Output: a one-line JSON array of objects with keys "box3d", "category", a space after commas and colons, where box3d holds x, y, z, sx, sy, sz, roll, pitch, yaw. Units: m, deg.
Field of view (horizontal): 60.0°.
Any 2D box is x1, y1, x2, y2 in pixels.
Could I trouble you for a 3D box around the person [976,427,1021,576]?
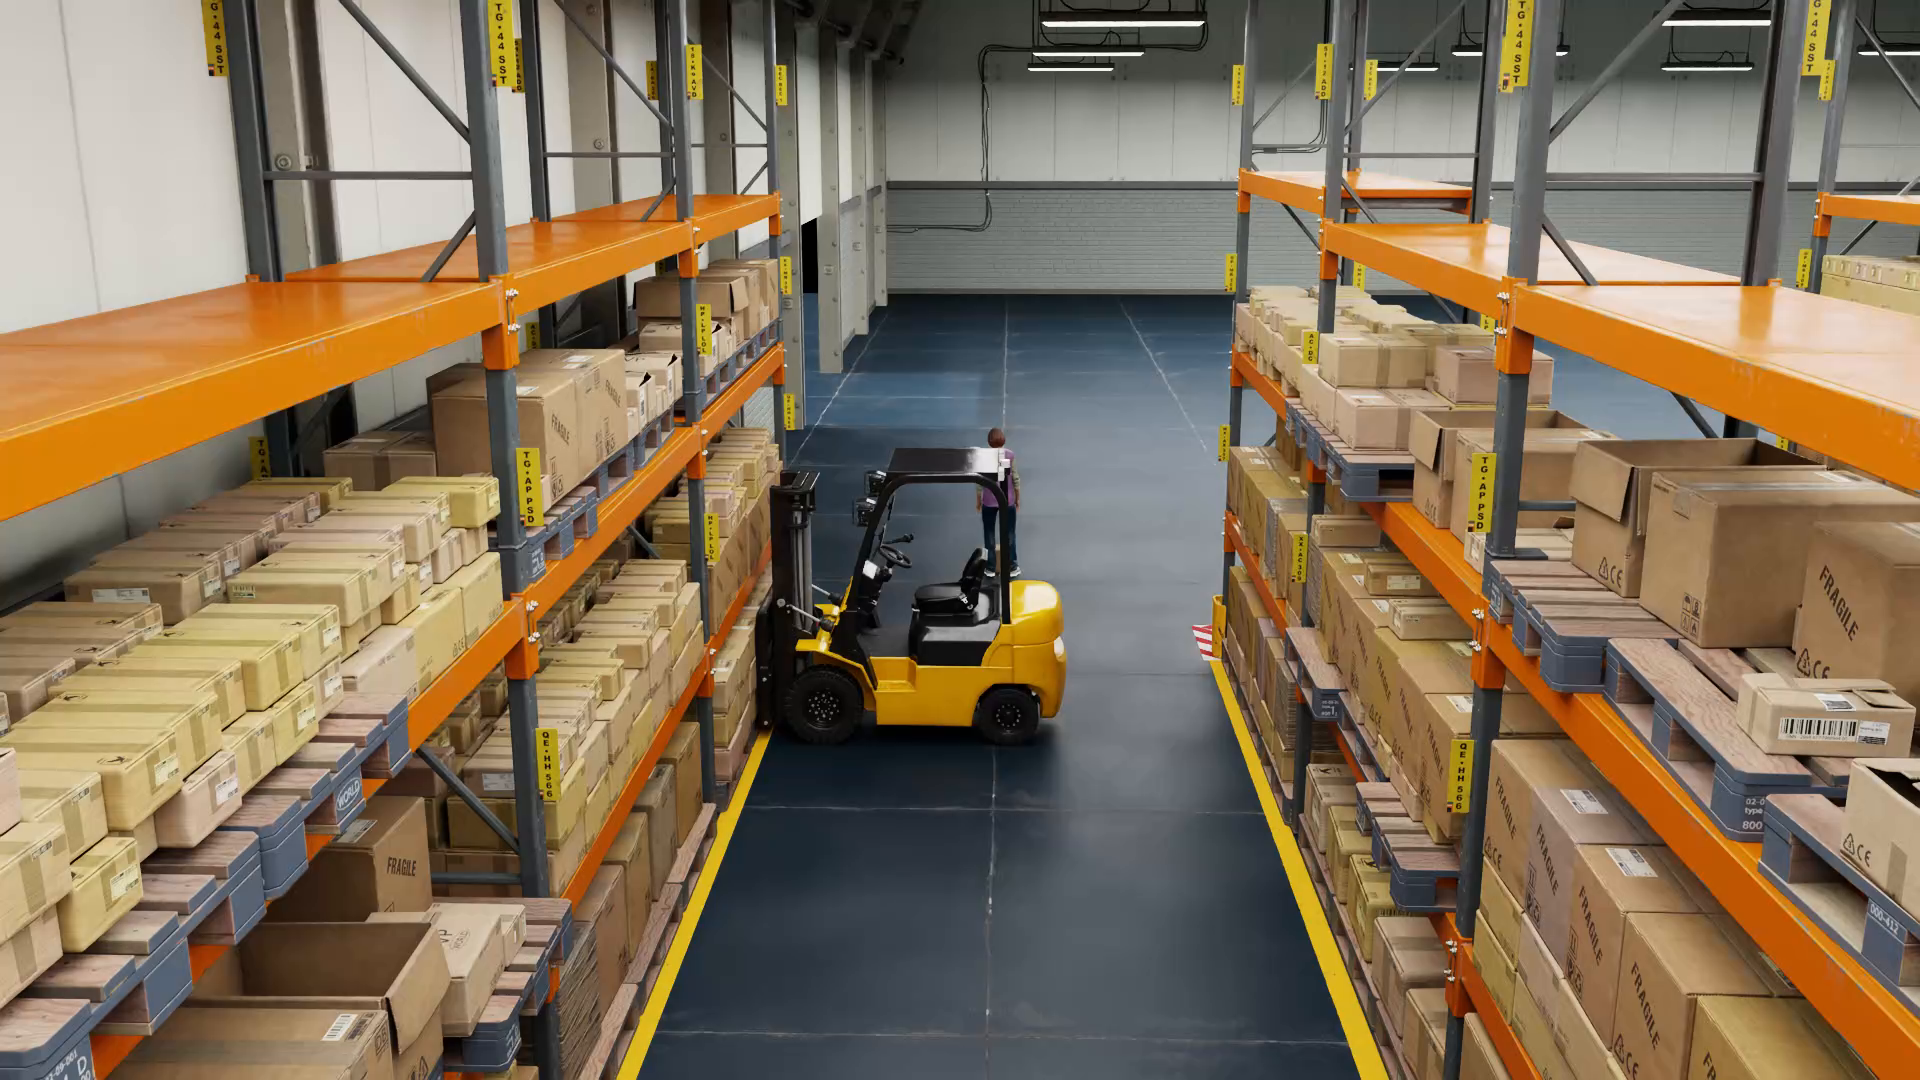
[{"box3d": [0.413, -0.393, 17.582, 0.478, 1.593, 0.348, 0, 14, -2], "category": "person"}]
